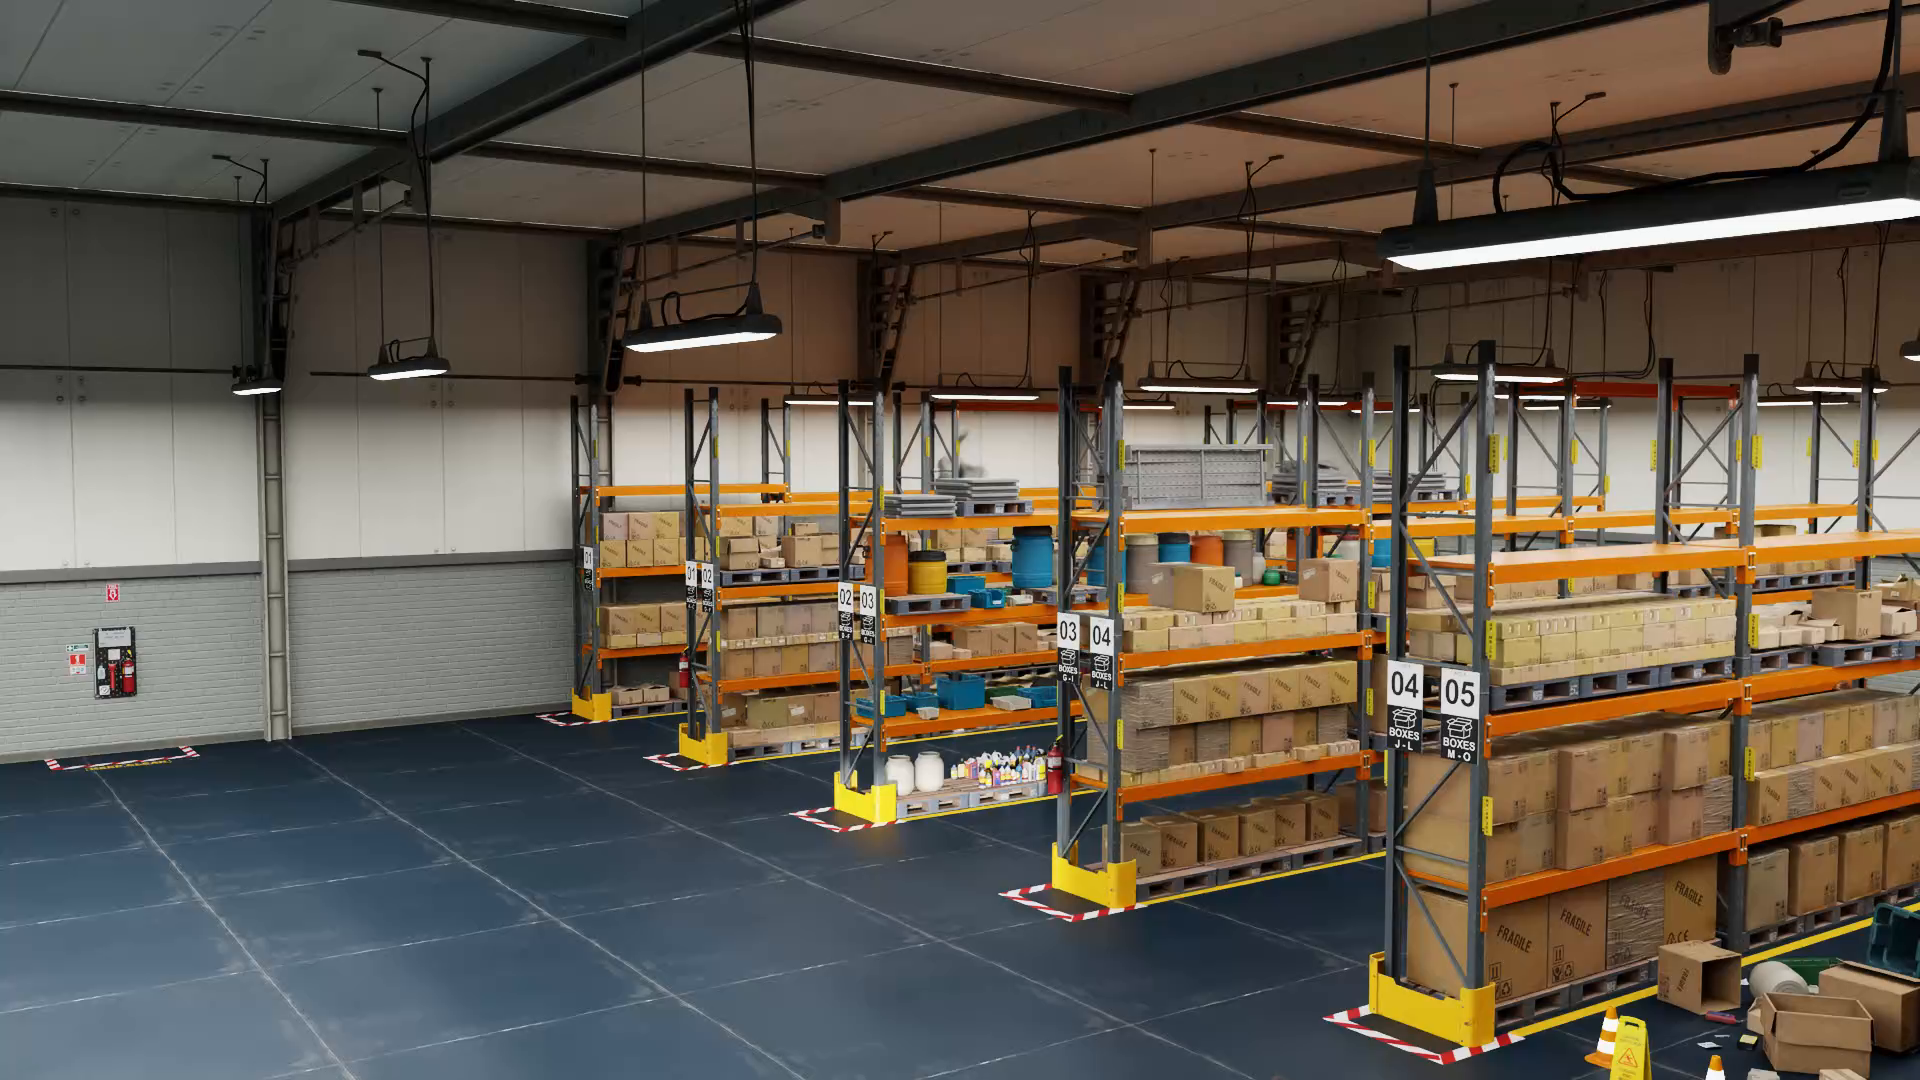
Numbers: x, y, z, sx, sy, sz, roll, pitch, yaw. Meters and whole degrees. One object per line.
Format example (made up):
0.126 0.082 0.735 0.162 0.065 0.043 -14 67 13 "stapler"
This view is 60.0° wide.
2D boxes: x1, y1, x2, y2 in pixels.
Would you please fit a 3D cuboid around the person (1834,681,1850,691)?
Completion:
13.012 2.869 24.637 0.711 1.619 0.504 -3 5 -41 "person"
